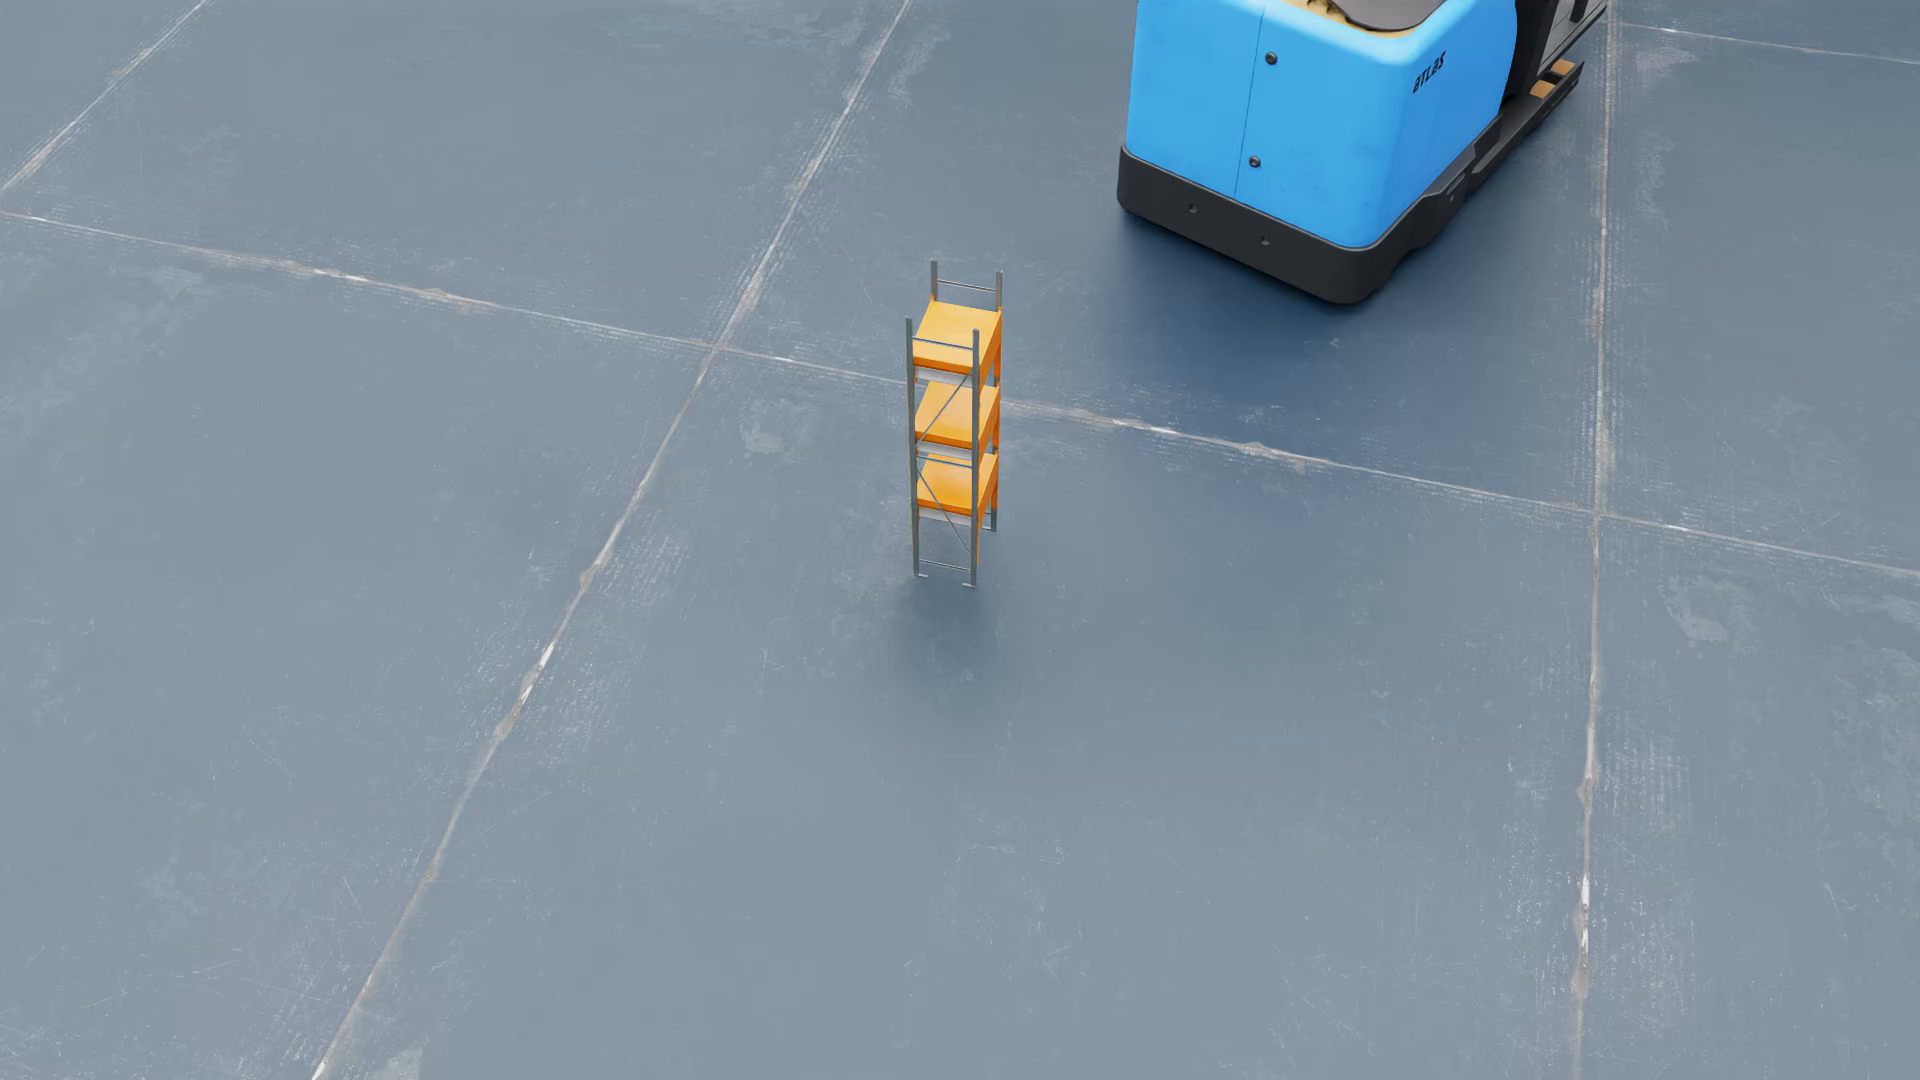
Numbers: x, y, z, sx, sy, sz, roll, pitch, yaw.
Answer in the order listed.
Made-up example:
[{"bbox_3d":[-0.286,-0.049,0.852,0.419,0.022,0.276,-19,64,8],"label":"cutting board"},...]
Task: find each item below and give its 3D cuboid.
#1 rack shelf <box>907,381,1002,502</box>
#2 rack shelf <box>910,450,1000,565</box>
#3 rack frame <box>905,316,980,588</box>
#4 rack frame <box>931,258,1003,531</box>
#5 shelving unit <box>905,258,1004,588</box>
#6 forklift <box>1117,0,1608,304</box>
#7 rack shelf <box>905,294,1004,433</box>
[{"bbox_3d":[-0.014,-0.302,4.830,0.215,0.259,0.240,12,50,10],"label":"rack shelf"},{"bbox_3d":[-0.014,-0.118,5.039,0.215,0.259,0.240,12,50,10],"label":"rack shelf"},{"bbox_3d":[-0.046,-0.220,4.744,0.200,1.050,0.008,12,50,10],"label":"rack frame"},{"bbox_3d":[0.018,-0.397,4.900,0.200,1.050,0.008,12,50,10],"label":"rack frame"},{"bbox_3d":[-0.014,-0.309,4.822,0.215,1.050,0.252,12,50,10],"label":"shelving unit"},{"bbox_3d":[1.891,-2.864,5.823,1.130,2.935,3.031,30,55,24],"label":"forklift"},{"bbox_3d":[-0.014,-0.489,4.617,0.215,0.259,0.240,12,50,10],"label":"rack shelf"}]
